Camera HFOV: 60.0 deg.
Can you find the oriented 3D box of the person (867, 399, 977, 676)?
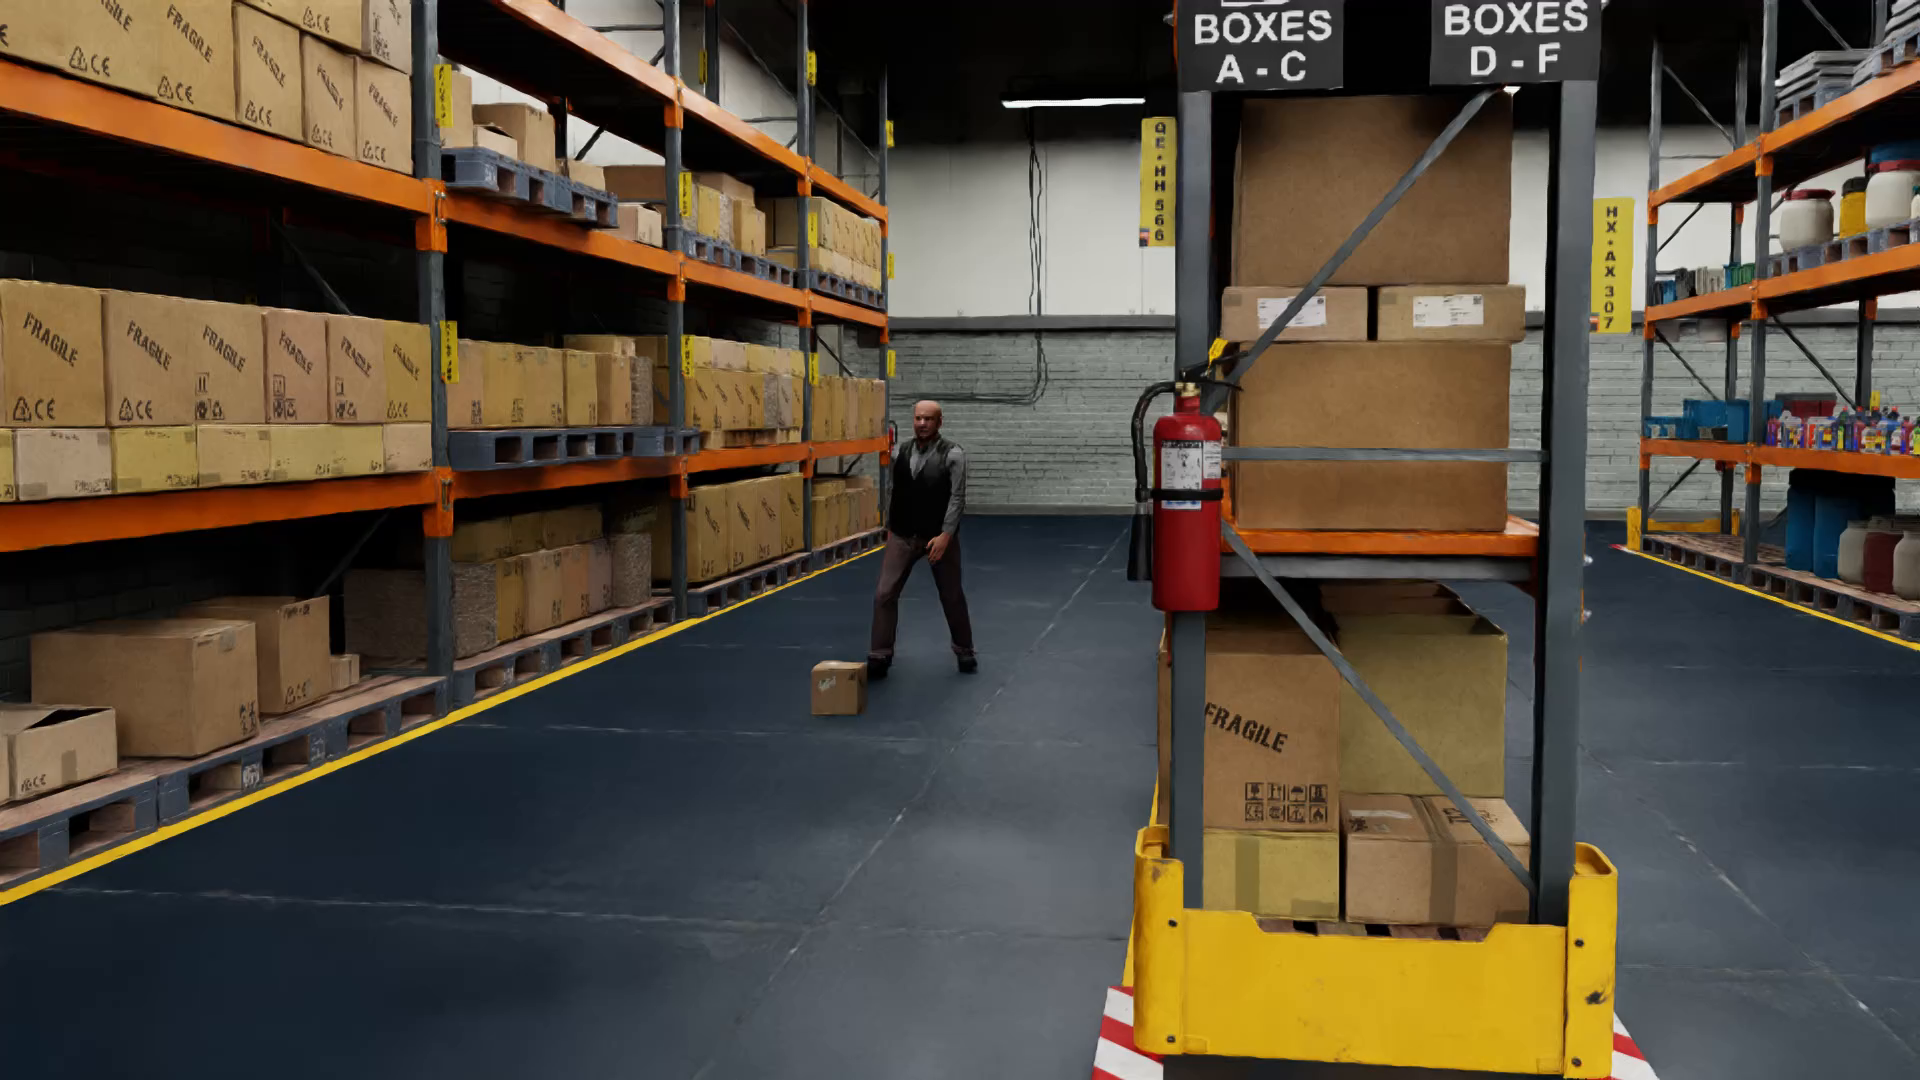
[{"bbox_3d":[-0.237,-0.015,10.197,0.603,1.688,0.799,1,5,19],"label":"person"}]
